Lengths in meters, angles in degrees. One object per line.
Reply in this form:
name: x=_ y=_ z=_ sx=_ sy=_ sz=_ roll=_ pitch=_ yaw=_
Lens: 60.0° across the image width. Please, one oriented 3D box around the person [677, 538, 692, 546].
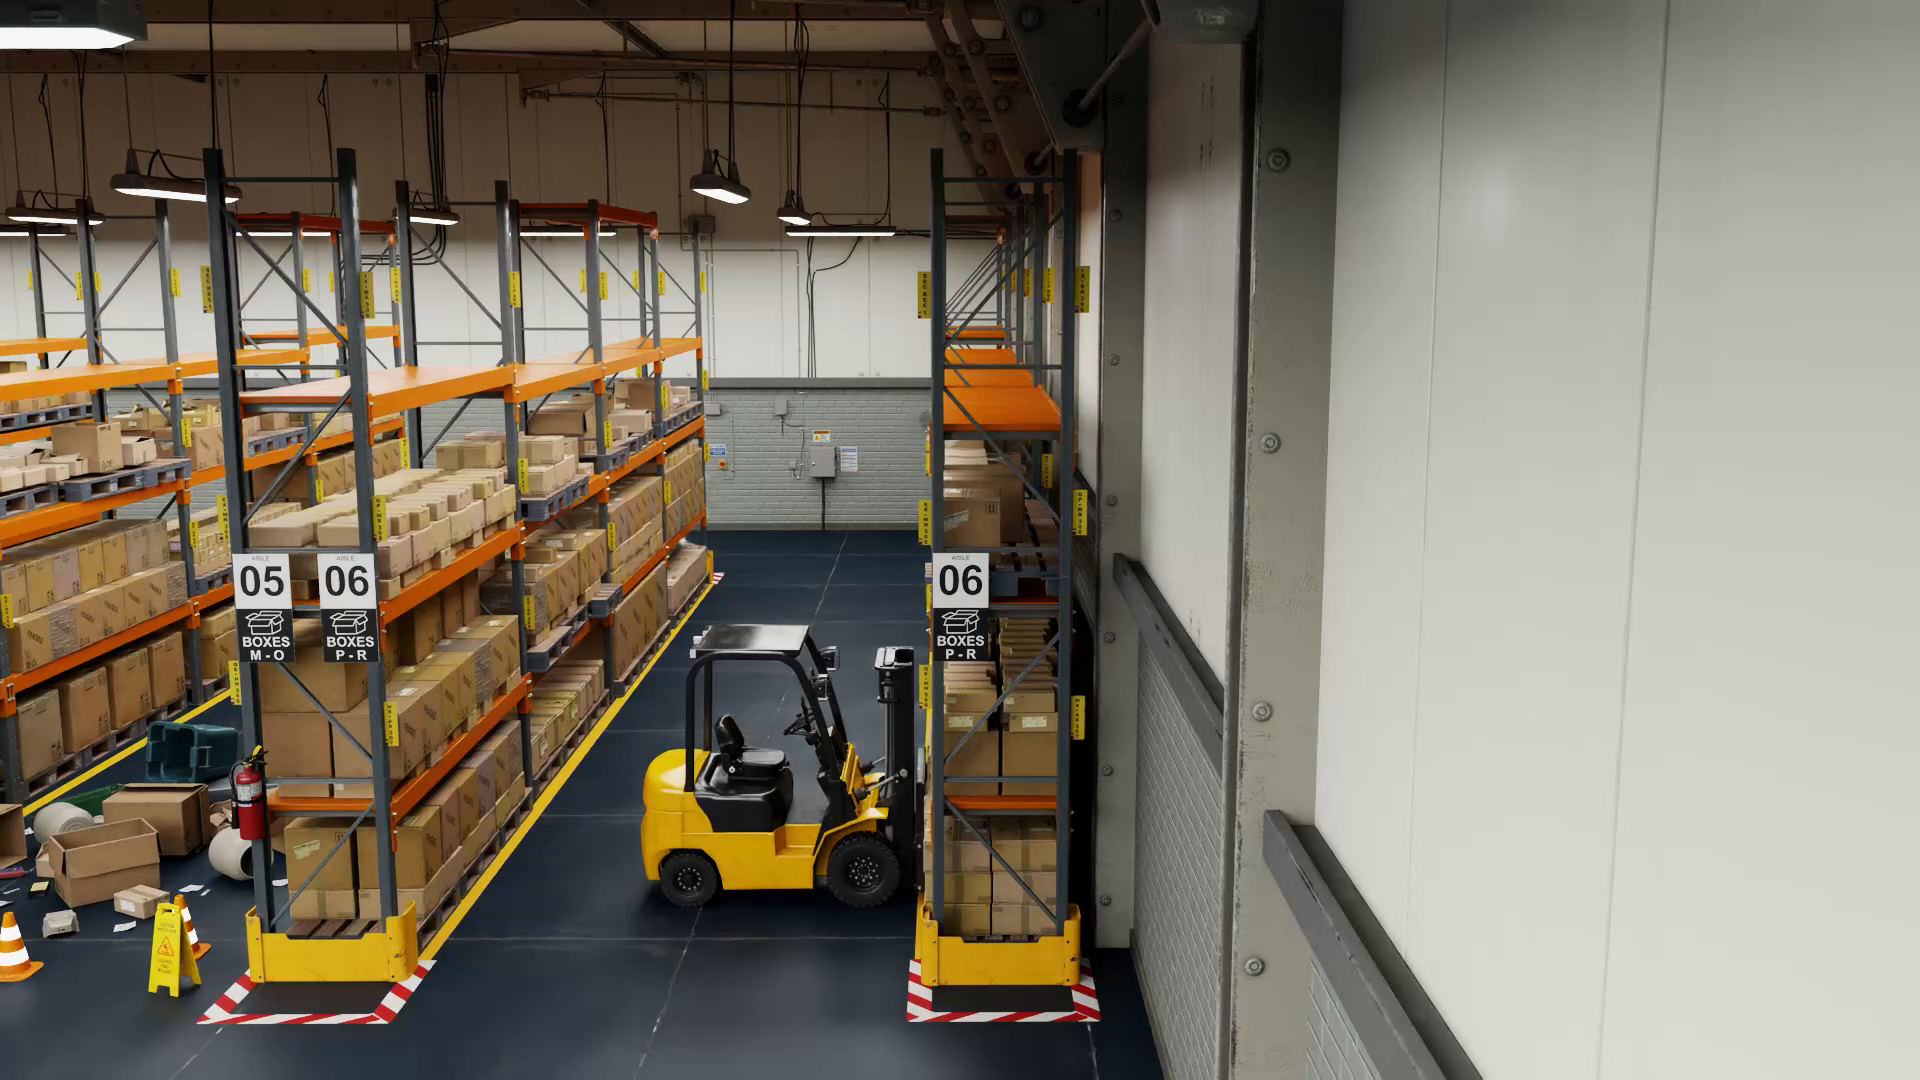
person: x=-5.105 y=-0.358 z=29.277 sx=0.708 sy=1.736 sz=0.716 roll=4 pitch=10 yaw=23
